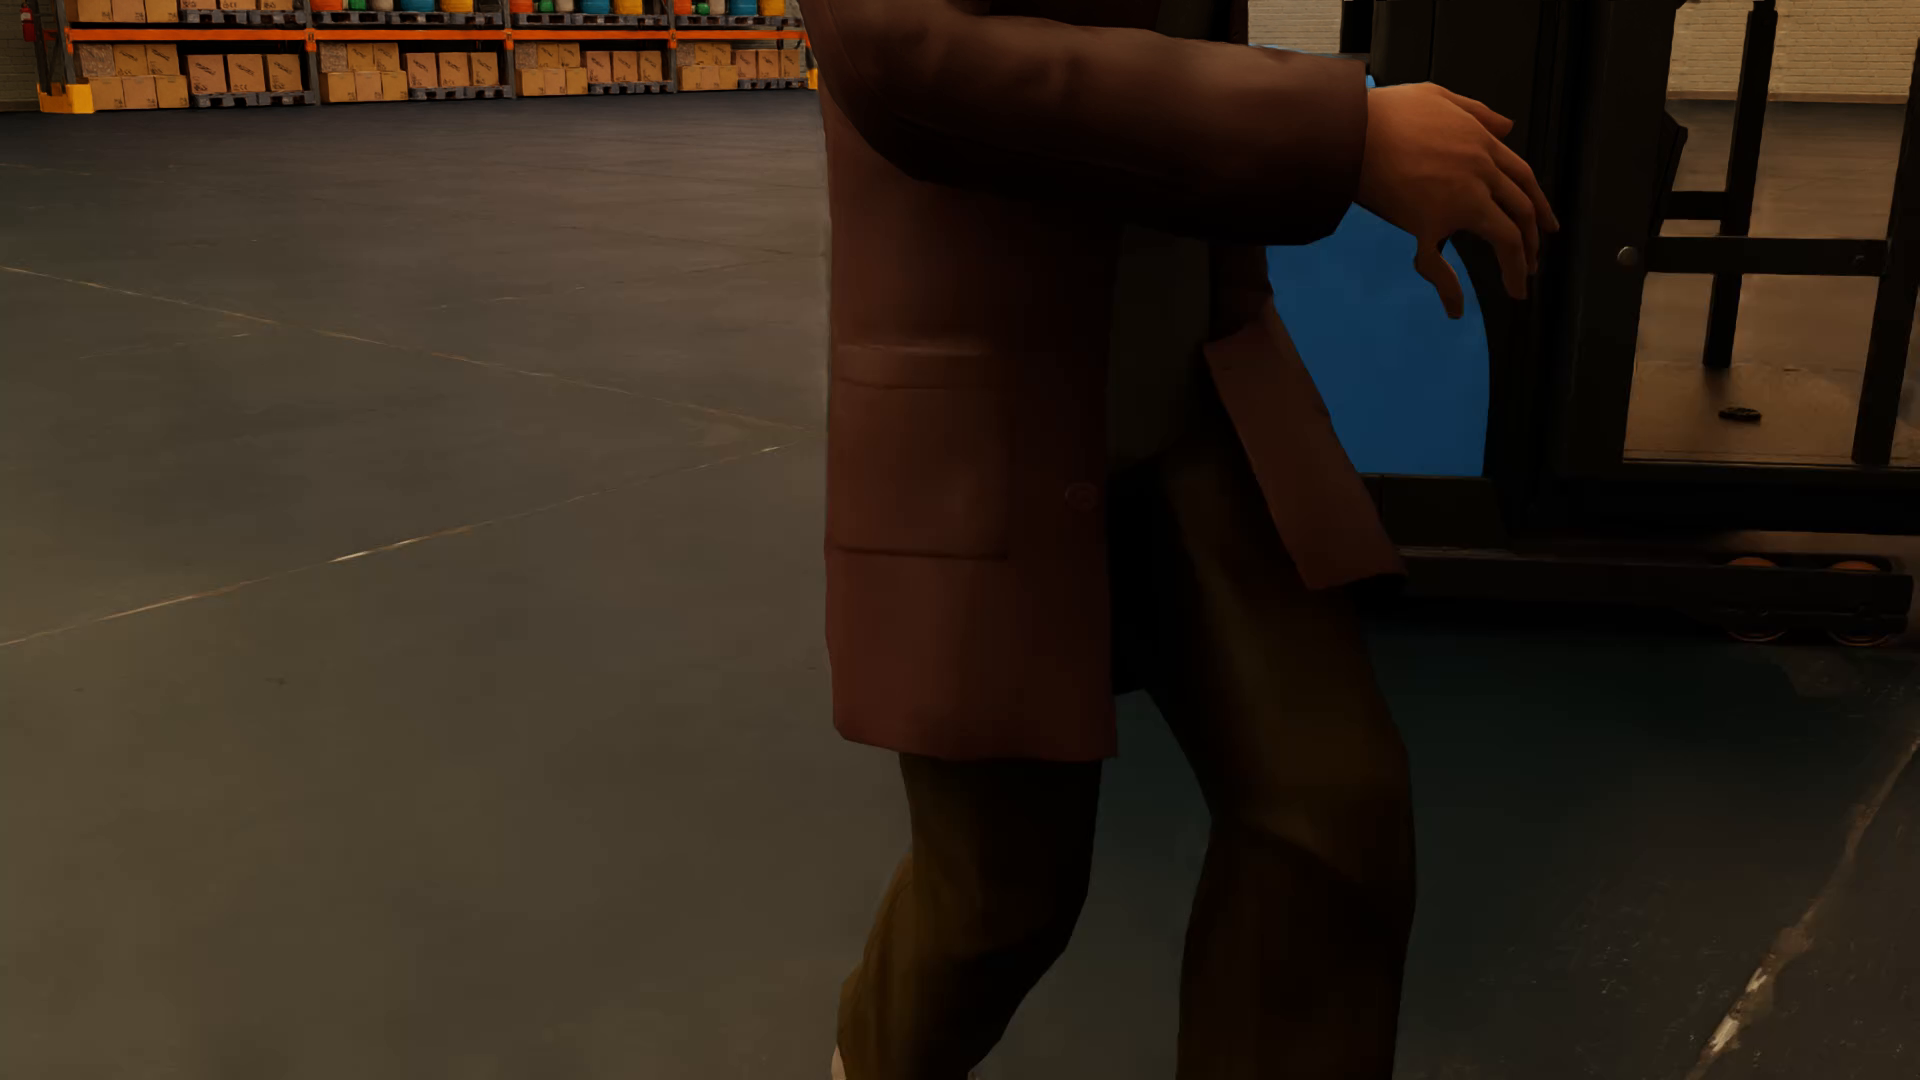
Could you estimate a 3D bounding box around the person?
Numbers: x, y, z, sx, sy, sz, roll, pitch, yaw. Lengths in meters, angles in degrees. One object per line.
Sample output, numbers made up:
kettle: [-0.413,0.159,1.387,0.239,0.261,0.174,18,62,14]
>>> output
person: [0.098,-0.088,1.389,0.628,1.761,0.964,-11,20,-33]

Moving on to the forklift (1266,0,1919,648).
forklift: [1.546,-1.357,3.367,3.031,2.935,1.130,2,17,7]
